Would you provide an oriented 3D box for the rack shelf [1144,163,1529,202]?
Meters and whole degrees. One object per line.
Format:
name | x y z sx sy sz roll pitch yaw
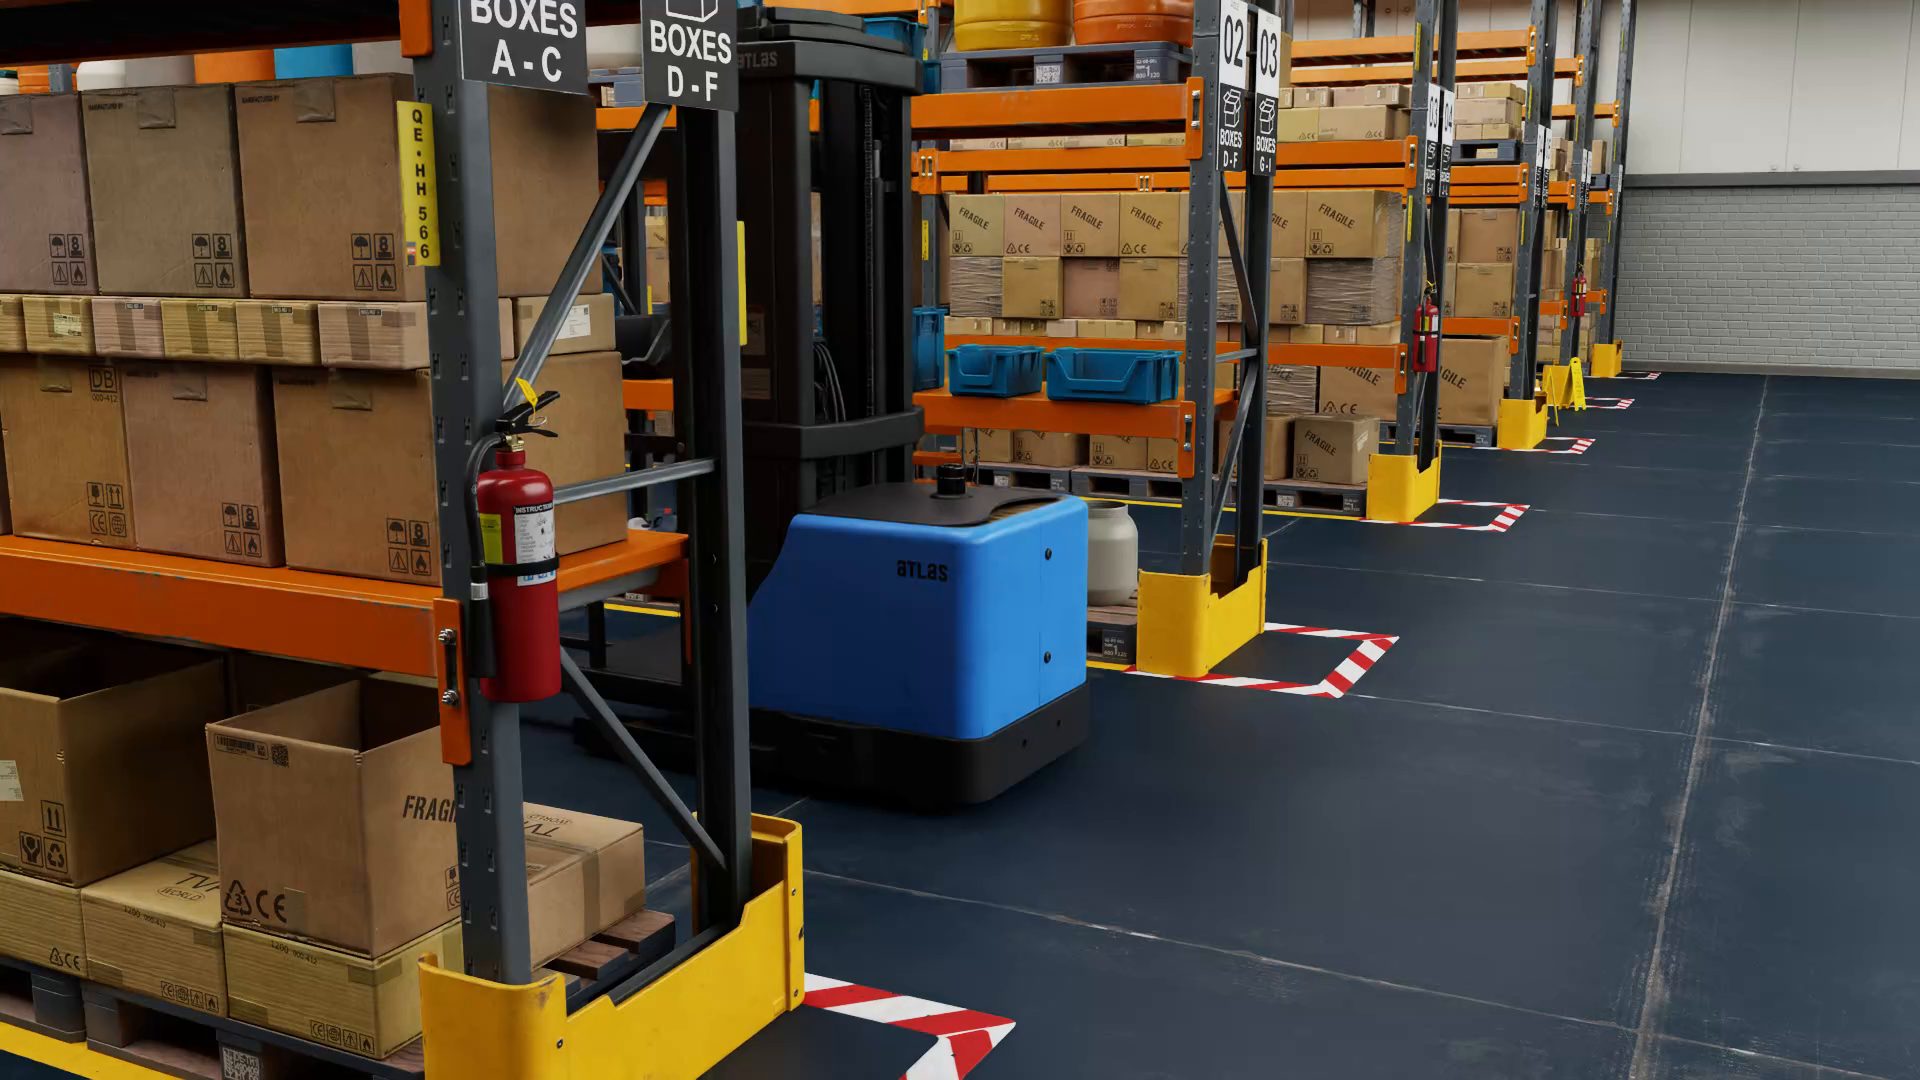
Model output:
rack shelf | 4.032 -3.768 17.724 4.000 0.370 1.077 5 11 26

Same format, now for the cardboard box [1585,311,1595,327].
cardboard box | 9.771 -3.494 26.345 0.500 0.250 0.500 5 11 25

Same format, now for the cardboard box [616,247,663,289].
cardboard box | -3.132 -2.554 15.961 0.500 0.500 0.500 4 11 19

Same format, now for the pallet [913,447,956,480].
pallet | -0.746 -0.708 15.051 1.213 0.211 1.003 5 11 26

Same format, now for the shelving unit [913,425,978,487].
shelving unit | -0.148 -0.603 11.695 0.503 1.200 0.258 5 11 26

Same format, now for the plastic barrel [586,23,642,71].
plastic barrel | -1.939 -2.901 9.419 0.421 0.512 0.421 0 10 0

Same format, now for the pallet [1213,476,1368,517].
pallet | 2.759 -0.408 13.390 1.213 0.211 1.003 5 11 26

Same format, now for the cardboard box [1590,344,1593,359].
cardboard box | 9.764 -3.003 26.444 0.500 0.250 0.500 5 11 26

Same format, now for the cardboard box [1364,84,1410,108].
cardboard box | 3.153 -3.275 12.280 0.250 0.149 0.380 5 11 26

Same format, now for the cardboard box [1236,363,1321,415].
cardboard box | 3.581 -1.834 18.225 0.875 0.875 0.875 5 11 26

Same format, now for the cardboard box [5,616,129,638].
cardboard box | -2.573 0.459 5.209 0.500 0.500 0.500 5 11 26

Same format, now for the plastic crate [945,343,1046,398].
plastic crate | 0.187 -0.884 8.608 0.408 0.251 0.499 5 11 26

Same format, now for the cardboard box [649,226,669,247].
cardboard box | -4.740 -4.887 27.224 0.500 0.500 0.500 5 11 26

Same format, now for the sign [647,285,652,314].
sign | -1.985 -1.452 10.550 0.005 0.325 0.100 5 11 26

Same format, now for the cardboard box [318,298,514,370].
cardboard box | -1.273 -0.490 3.915 0.250 0.149 0.380 5 11 25

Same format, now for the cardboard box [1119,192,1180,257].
cardboard box | 1.595 -2.515 13.278 0.500 0.500 0.500 5 11 26

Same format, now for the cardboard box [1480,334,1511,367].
cardboard box | 7.091 -2.531 21.728 0.500 0.500 0.500 5 11 26

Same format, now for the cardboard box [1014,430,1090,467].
cardboard box | 0.811 -0.914 14.198 0.500 0.500 0.500 10 14 44

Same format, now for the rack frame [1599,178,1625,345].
rack frame | 10.118 -4.080 25.850 0.127 3.000 1.000 5 11 26

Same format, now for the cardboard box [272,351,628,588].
cardboard box | -1.259 -0.210 4.189 0.500 0.500 0.700 5 11 26

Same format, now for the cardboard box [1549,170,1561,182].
cardboard box | 7.481 -4.623 21.132 0.250 0.149 0.380 5 11 26

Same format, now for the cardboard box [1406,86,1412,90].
cardboard box | 4.687 -4.522 16.875 0.250 0.149 0.380 5 12 27

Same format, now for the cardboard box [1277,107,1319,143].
cardboard box | 2.546 -3.143 12.670 0.500 0.250 0.500 5 11 26

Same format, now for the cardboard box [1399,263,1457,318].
cardboard box | 4.970 -2.624 17.385 0.550 0.550 0.875 5 11 26

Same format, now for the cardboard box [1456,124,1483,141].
cardboard box | 5.152 -4.089 16.722 0.250 0.149 0.380 5 11 26

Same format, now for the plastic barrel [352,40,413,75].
plastic barrel | -3.377 -3.008 10.097 0.600 0.901 0.600 0 10 0

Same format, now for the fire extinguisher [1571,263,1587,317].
fire extinguisher | 7.824 -3.166 21.019 0.183 0.674 0.296 5 11 26

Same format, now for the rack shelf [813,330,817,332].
rack shelf | -1.841 -1.823 15.400 4.000 0.370 1.077 5 11 26

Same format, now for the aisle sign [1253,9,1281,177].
aisle sign | 1.543 -2.233 8.348 0.004 0.787 0.394 5 11 26

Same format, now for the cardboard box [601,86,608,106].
cardboard box | -3.326 -4.028 15.455 0.500 0.500 0.500 5 11 26

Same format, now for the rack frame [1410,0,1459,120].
rack frame | 3.540 -4.656 12.189 0.127 3.000 1.000 5 11 26

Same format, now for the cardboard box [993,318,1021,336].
cardboard box | 0.468 -1.794 13.924 0.250 0.149 0.380 5 11 26

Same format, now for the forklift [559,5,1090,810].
forklift | -1.011 -0.618 6.914 3.031 2.935 1.130 6 12 28

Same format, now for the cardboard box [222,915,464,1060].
cardboard box | -1.458 1.029 4.164 0.500 0.250 0.500 5 11 26

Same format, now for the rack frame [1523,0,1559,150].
rack frame | 5.825 -5.440 16.522 0.127 3.000 1.000 5 11 26

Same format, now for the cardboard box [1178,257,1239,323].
cardboard box | 2.128 -2.014 13.319 0.500 0.500 0.875 5 11 26

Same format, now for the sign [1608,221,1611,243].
sign | 9.865 -4.681 25.253 0.005 0.325 0.100 5 11 26

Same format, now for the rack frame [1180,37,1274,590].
rack frame | 1.349 -0.913 8.353 0.127 3.000 1.000 5 11 26

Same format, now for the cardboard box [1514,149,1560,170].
cardboard box | 7.347 -4.833 21.173 0.500 0.250 0.500 5 11 25

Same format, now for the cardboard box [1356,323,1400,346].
cardboard box | 3.193 -1.570 12.688 0.250 0.149 0.380 5 11 26

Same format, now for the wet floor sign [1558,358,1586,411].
wet floor sign | 7.622 -1.942 20.651 0.267 0.644 0.232 -10 14 -43

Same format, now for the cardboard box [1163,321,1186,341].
cardboard box | 1.802 -1.671 13.248 0.250 0.149 0.380 5 11 26

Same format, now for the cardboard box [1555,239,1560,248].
cardboard box | 9.222 -4.620 25.897 0.250 0.149 0.380 5 12 27

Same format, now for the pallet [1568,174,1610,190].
pallet | 9.495 -5.572 25.922 1.213 0.211 1.003 5 11 26

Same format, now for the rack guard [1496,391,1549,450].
rack guard | 5.847 -1.256 17.269 0.348 0.500 1.175 5 11 26

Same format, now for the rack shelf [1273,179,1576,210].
rack shelf | 6.131 -4.566 22.136 4.000 0.370 1.077 5 11 26

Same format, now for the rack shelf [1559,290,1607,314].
rack shelf | 8.324 -3.884 26.785 4.000 0.370 1.077 5 11 26

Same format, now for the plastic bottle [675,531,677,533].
plastic bottle | -1.529 0.003 9.491 0.185 0.351 0.144 4 11 23

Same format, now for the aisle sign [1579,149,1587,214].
aisle sign | 7.852 -4.515 20.954 0.004 0.787 0.394 5 11 26

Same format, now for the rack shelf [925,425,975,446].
rack shelf | -0.148 -0.757 11.668 0.480 0.148 0.258 5 11 26

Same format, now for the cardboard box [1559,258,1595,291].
cardboard box | 9.560 -4.126 25.824 0.500 0.500 0.500 5 11 25
